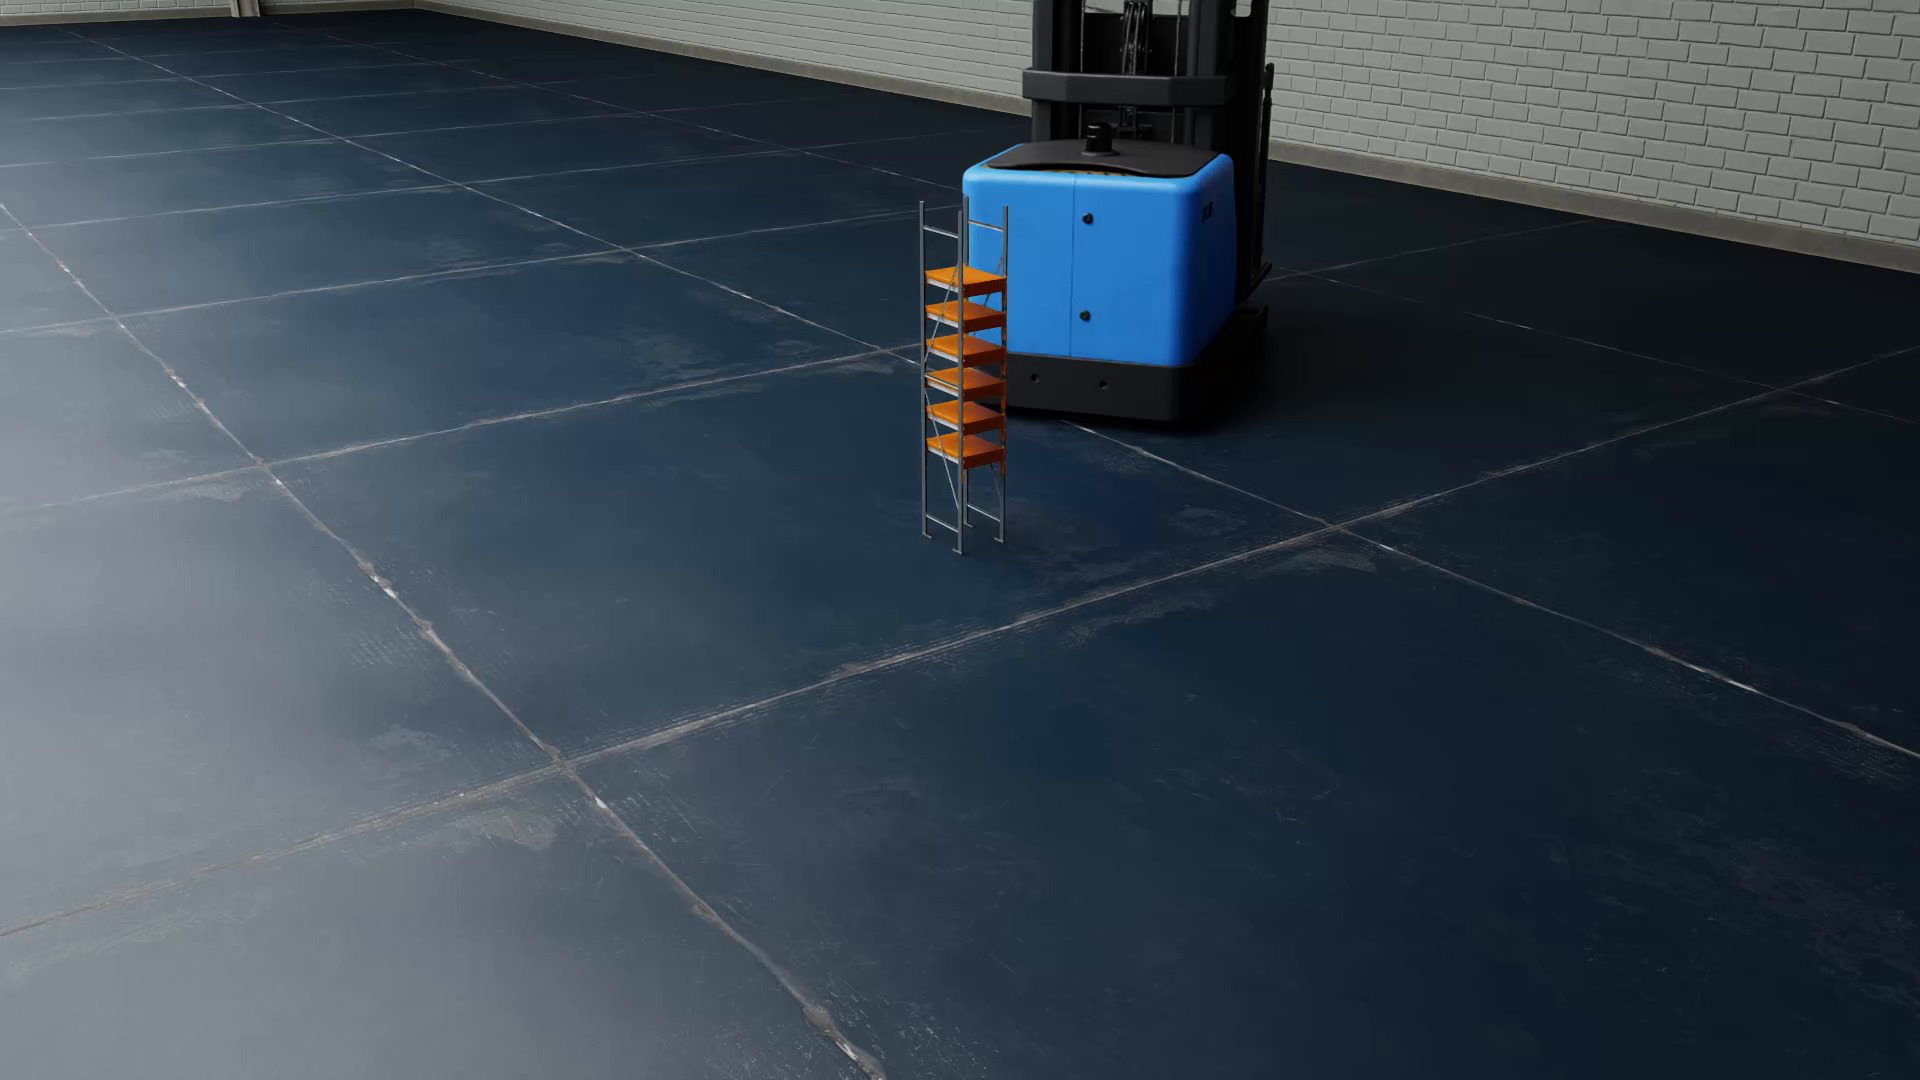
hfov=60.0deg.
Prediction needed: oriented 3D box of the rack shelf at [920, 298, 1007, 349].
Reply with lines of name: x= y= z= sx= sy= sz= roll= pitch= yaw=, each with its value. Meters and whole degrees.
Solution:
rack shelf: x=0.012 y=-0.742 z=5.671 sx=0.180 sy=0.103 sz=0.258 roll=-15 pitch=26 yaw=-33

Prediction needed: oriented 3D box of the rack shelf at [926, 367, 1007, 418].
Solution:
rack shelf: x=0.012 y=-0.519 z=5.760 sx=0.180 sy=0.103 sz=0.258 roll=-15 pitch=26 yaw=-33

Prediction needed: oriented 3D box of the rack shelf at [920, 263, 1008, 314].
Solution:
rack shelf: x=0.012 y=-0.853 z=5.627 sx=0.180 sy=0.103 sz=0.258 roll=-15 pitch=26 yaw=-33

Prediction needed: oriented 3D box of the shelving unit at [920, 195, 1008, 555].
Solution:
shelving unit: x=0.012 y=-0.560 z=5.744 sx=0.189 sy=1.200 sz=0.258 roll=-15 pitch=26 yaw=-33

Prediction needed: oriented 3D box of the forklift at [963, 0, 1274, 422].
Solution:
forklift: x=0.953 y=-2.375 z=7.956 sx=1.130 sy=2.935 sz=3.031 roll=7 pitch=23 yaw=17

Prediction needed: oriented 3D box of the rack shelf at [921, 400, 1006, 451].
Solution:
rack shelf: x=0.012 y=-0.408 z=5.805 sx=0.180 sy=0.103 sz=0.258 roll=-15 pitch=26 yaw=-33

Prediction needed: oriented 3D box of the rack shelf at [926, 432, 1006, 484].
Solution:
rack shelf: x=0.012 y=-0.296 z=5.849 sx=0.180 sy=0.103 sz=0.258 roll=-15 pitch=26 yaw=-33

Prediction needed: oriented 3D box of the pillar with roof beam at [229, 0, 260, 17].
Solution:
pillar with roof beam: x=-9.637 y=-11.800 z=23.389 sx=0.400 sy=9.000 sz=9.100 roll=-15 pitch=26 yaw=-33

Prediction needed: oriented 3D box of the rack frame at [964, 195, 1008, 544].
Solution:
rack frame: x=0.086 y=-0.580 z=5.794 sx=0.006 sy=1.200 sz=0.240 roll=-15 pitch=26 yaw=-33

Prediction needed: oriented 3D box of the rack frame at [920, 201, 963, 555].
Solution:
rack frame: x=-0.063 y=-0.541 z=5.694 sx=0.006 sy=1.200 sz=0.240 roll=-15 pitch=26 yaw=-33

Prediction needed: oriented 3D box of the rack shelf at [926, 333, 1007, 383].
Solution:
rack shelf: x=0.012 y=-0.631 z=5.716 sx=0.180 sy=0.103 sz=0.258 roll=-15 pitch=26 yaw=-33
